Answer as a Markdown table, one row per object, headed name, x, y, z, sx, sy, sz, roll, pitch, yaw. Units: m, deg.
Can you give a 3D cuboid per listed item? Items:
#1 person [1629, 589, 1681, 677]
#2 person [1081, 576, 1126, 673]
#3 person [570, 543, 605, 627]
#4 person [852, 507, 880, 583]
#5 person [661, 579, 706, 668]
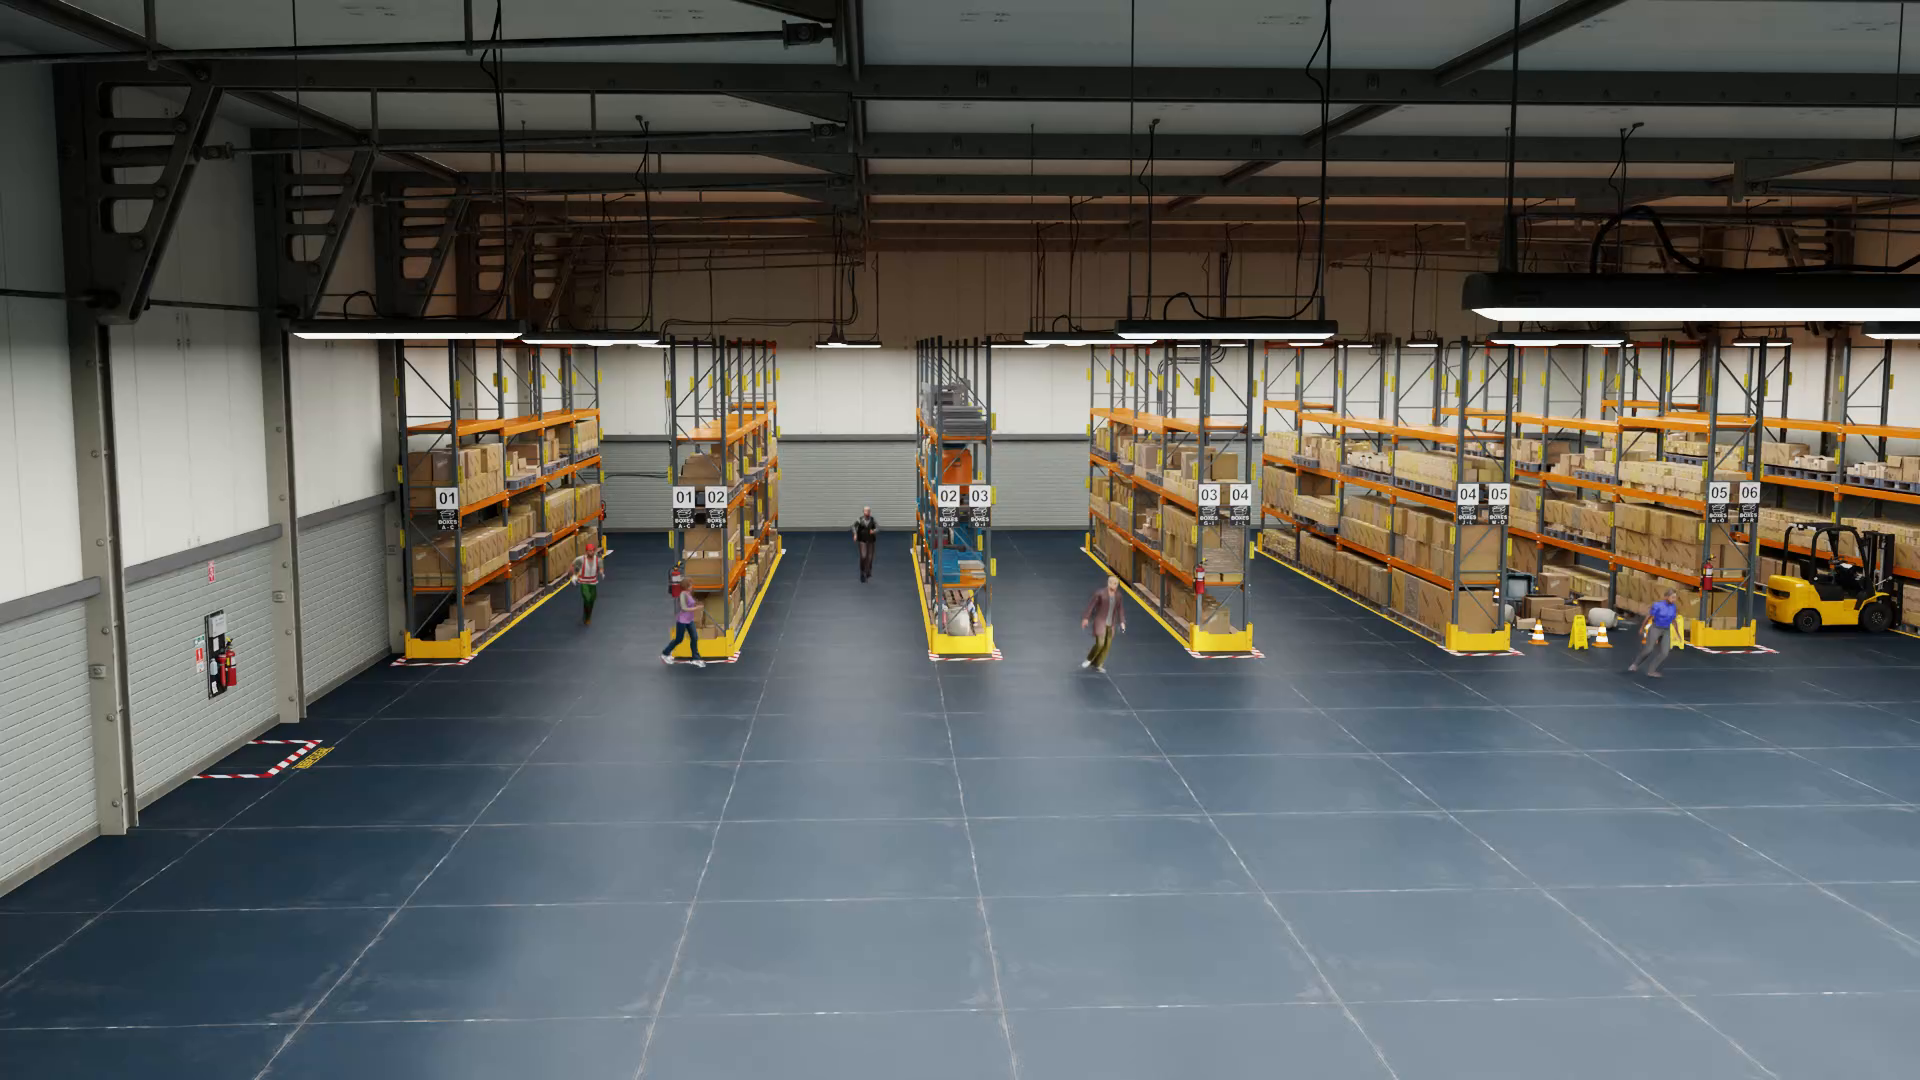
| name | x | y | z | sx | sy | sz | roll | pitch | yaw |
| --- | --- | --- | --- | --- | --- | --- | --- | --- | --- |
| person | 12.237 | 1.620 | 29.249 | 0.743 | 1.575 | 0.615 | -1 | 7 | -13 |
| person | 2.544 | 1.507 | 29.696 | 0.732 | 1.764 | 0.574 | -4 | 8 | -33 |
| person | -7.764 | 0.927 | 34.711 | 0.675 | 1.748 | 0.826 | -4 | 7 | -30 |
| person | -2.230 | 0.110 | 39.576 | 0.638 | 1.810 | 0.711 | -1 | 7 | -10 |
| person | -5.002 | 1.547 | 30.044 | 0.861 | 1.508 | 0.507 | 2 | 7 | 16 |
